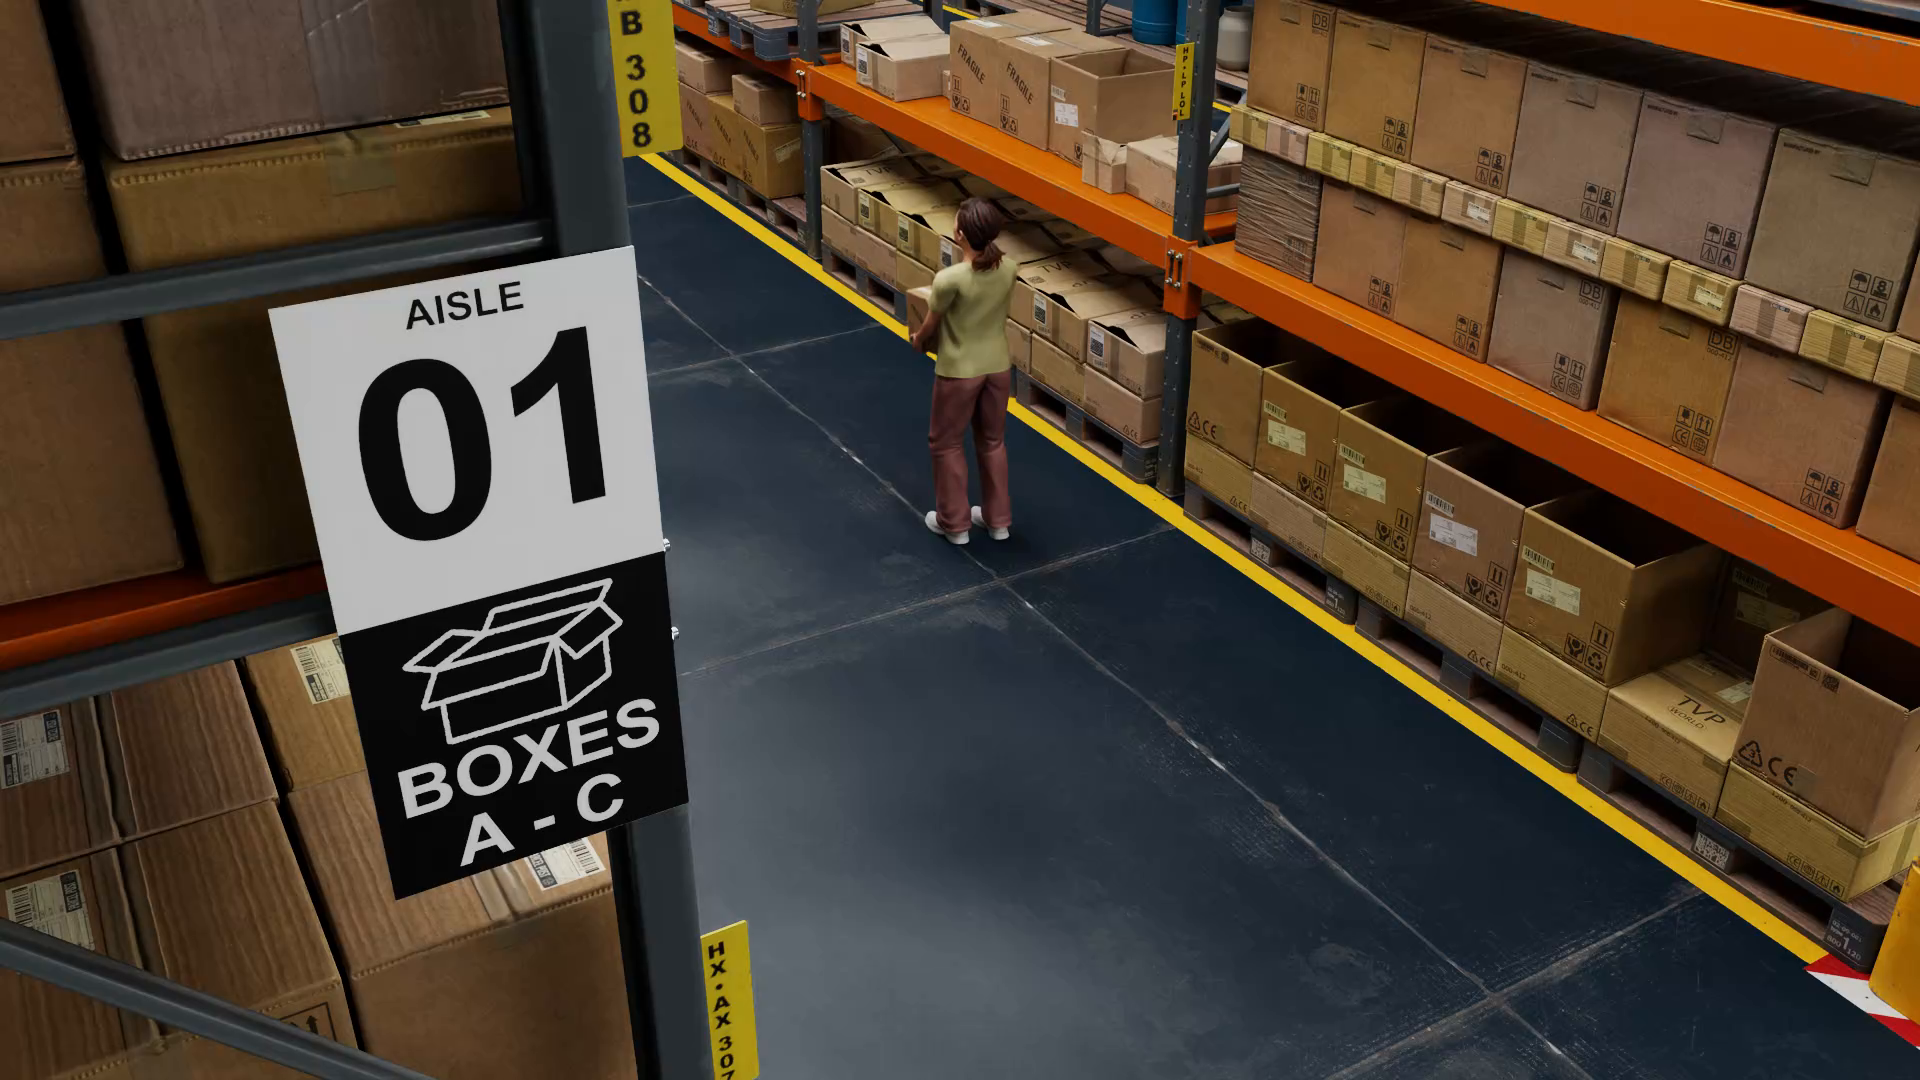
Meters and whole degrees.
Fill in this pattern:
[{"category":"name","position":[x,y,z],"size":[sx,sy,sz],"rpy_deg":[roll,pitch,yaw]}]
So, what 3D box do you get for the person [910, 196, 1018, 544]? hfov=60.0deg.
[{"category":"person","position":[0.021,-0.770,7.523],"size":[0.425,1.665,0.556],"rpy_deg":[-15,33,-25]}]
